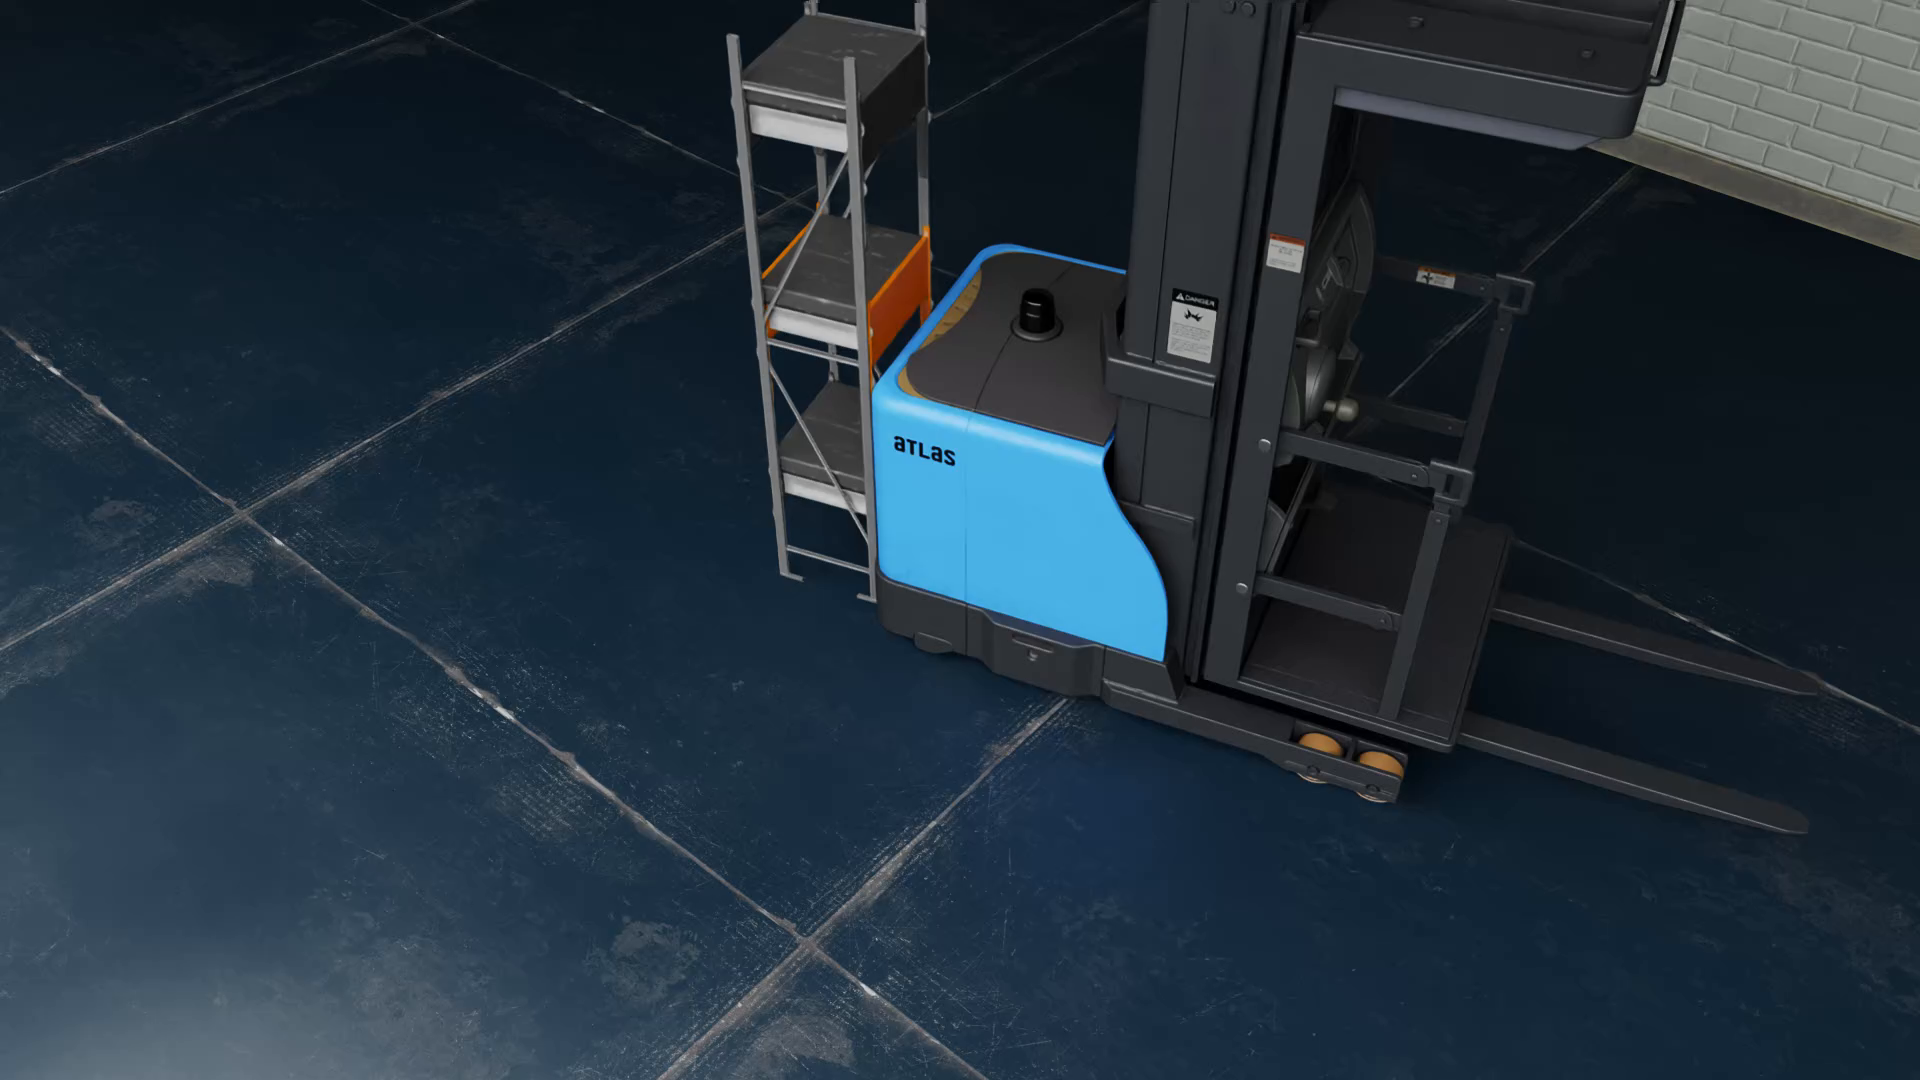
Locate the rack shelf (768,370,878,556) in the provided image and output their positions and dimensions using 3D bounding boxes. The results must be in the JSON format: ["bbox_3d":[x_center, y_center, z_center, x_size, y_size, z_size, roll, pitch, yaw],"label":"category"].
[{"bbox_3d":[-0.379,-0.224,5.996,0.431,0.518,0.480,16,45,16],"label":"rack shelf"}]

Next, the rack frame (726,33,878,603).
[{"bbox_3d":[-0.473,-0.600,5.350,0.400,2.100,0.015,16,45,16],"label":"rack frame"}]

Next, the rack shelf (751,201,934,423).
[{"bbox_3d":[-0.379,-0.742,5.525,0.431,0.518,0.480,16,45,16],"label":"rack shelf"}]

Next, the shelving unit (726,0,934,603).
[{"bbox_3d":[-0.379,-0.752,5.516,0.431,2.100,0.503,16,45,16],"label":"shelving unit"}]

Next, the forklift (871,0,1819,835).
[{"bbox_3d":[1.272,-0.654,4.791,3.031,2.935,1.130,16,45,17],"label":"forklift"}]

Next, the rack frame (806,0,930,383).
[{"bbox_3d":[-0.286,-0.904,5.683,0.400,2.100,0.015,16,45,16],"label":"rack frame"}]

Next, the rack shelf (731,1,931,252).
[{"bbox_3d":[-0.379,-1.260,5.055,0.431,0.518,0.480,16,45,16],"label":"rack shelf"}]
